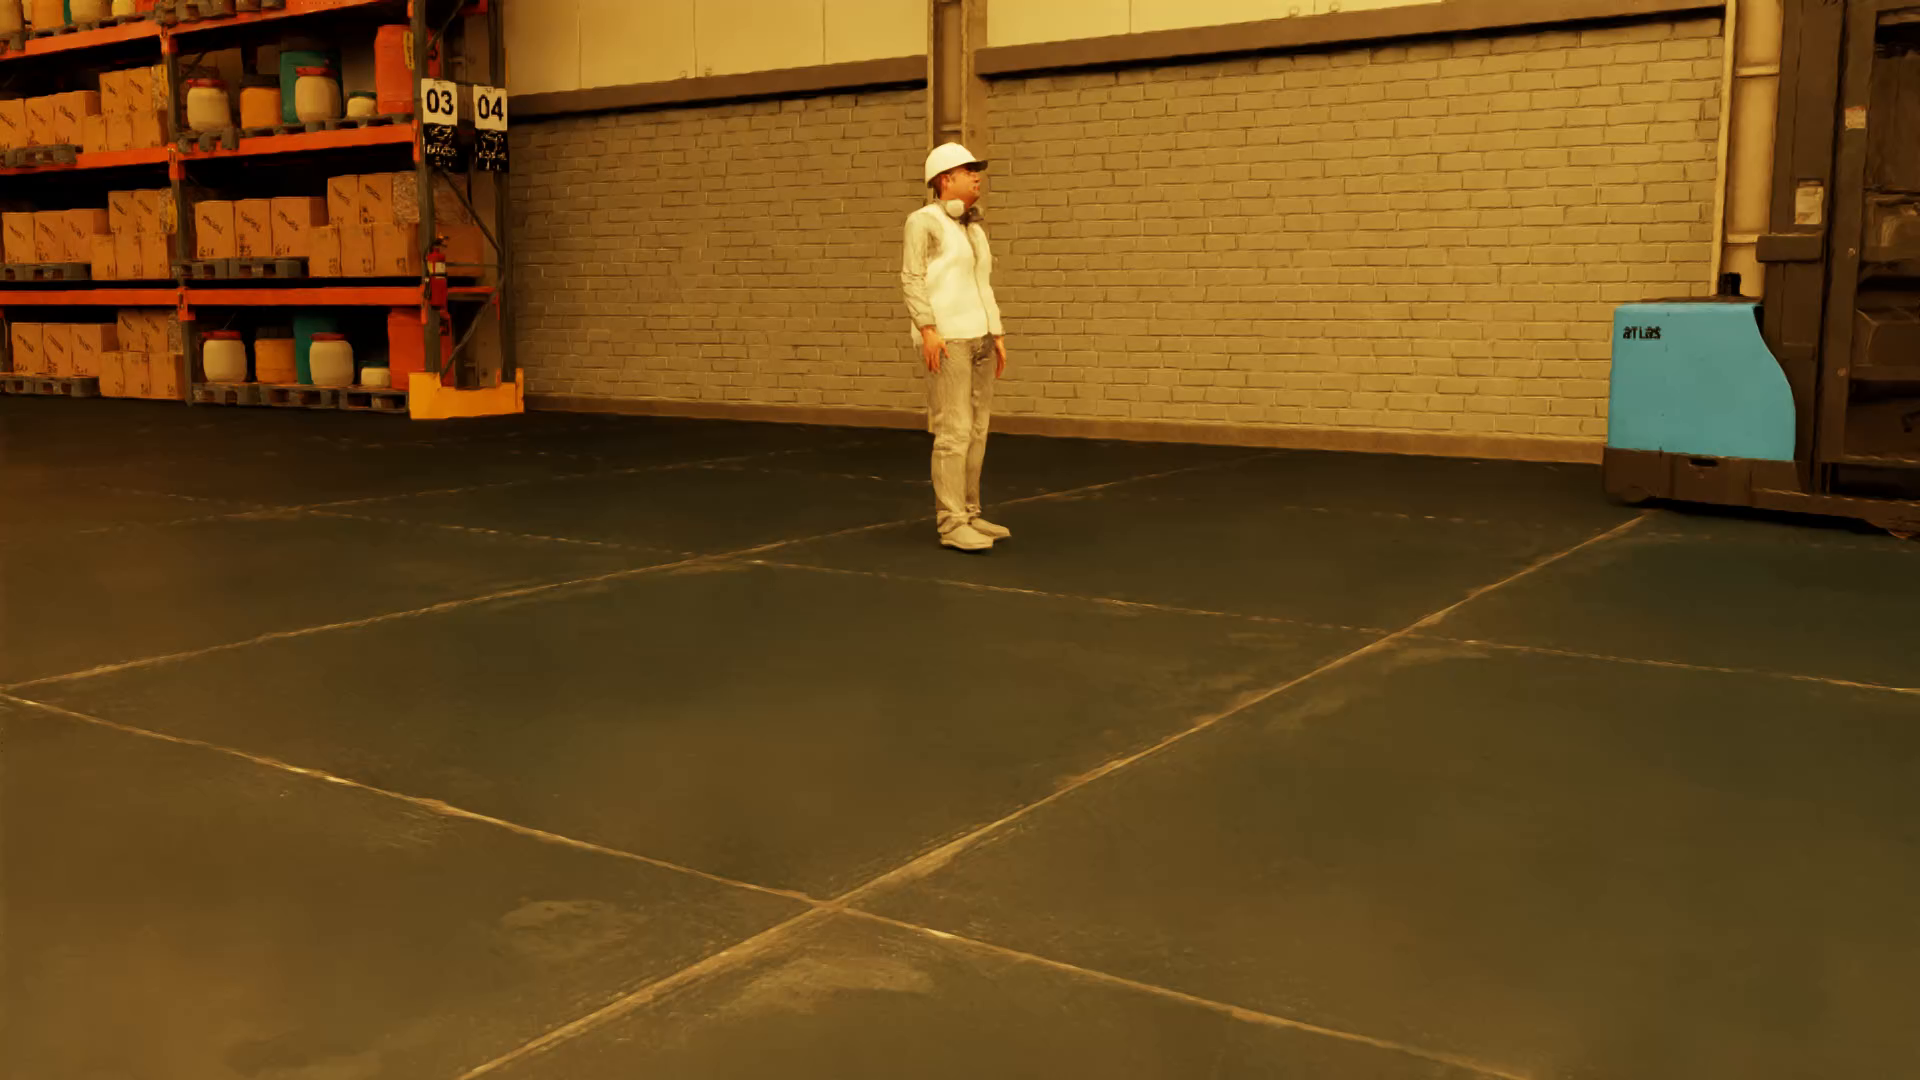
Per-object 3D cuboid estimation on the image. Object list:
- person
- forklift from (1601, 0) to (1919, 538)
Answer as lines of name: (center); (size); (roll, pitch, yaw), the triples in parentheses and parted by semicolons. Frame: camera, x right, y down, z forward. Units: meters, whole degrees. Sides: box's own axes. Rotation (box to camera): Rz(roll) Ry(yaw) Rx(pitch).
person: (0.047, -0.879, 7.436); (0.567, 1.773, 0.631); (5, 10, 34)
forklift: (4.719, -1.515, 7.843); (1.130, 2.935, 3.031); (-6, 10, -36)
